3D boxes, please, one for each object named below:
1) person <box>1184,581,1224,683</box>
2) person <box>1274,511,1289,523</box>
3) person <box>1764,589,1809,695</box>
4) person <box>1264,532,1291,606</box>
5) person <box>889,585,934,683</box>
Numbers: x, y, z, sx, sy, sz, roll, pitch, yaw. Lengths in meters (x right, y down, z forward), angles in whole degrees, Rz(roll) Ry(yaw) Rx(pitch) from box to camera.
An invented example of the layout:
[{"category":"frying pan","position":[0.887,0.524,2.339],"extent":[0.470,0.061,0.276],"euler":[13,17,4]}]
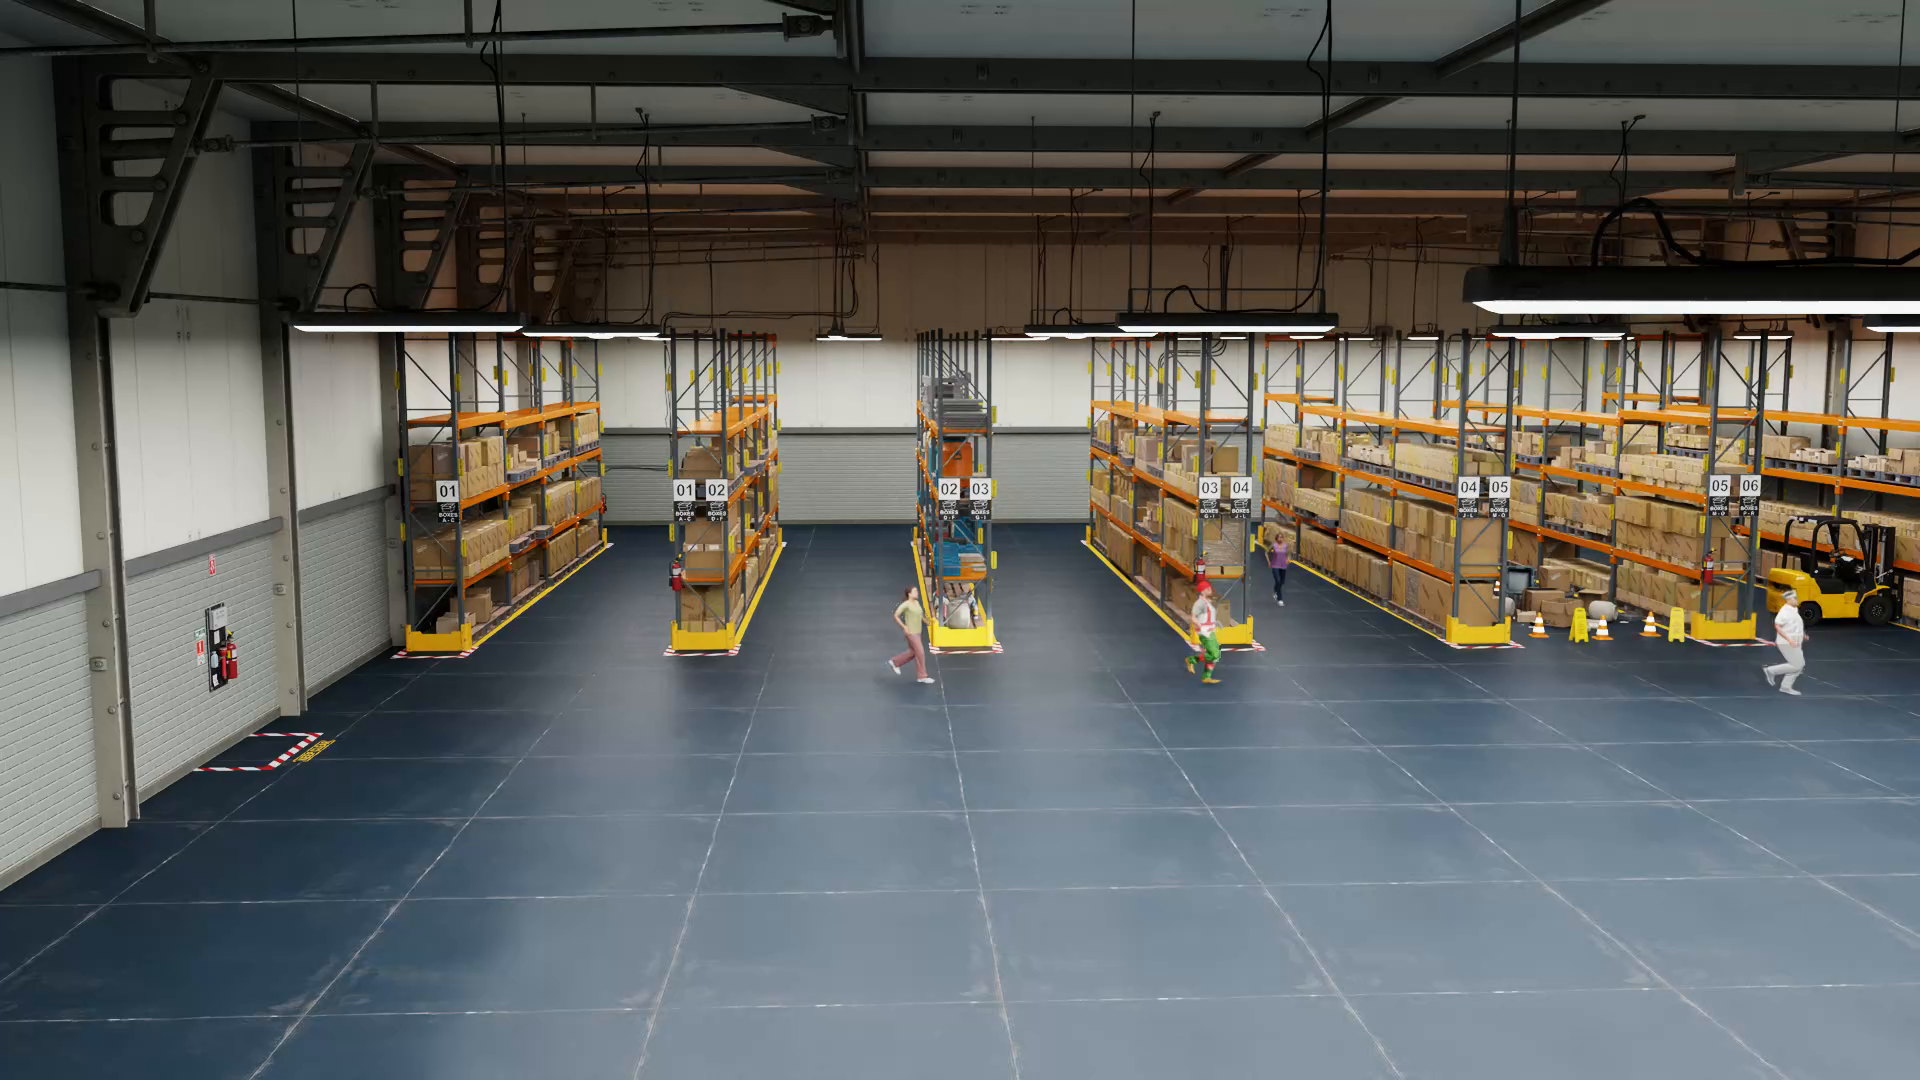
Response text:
[{"category":"person","position":[4.128,1.563,28.134],"extent":[0.592,1.741,0.672],"euler":[3,7,25]},{"category":"person","position":[9.523,-0.877,48.822],"extent":[0.770,1.695,0.666],"euler":[-1,7,-10]},{"category":"person","position":[13.566,1.664,27.263],"extent":[0.603,1.746,0.665],"euler":[5,9,38]},{"category":"person","position":[7.000,0.619,36.593],"extent":[0.559,1.586,0.855],"euler":[-1,7,-7]},{"category":"person","position":[-0.836,1.575,28.180],"extent":[0.906,1.646,0.605],"euler":[4,8,28]}]
